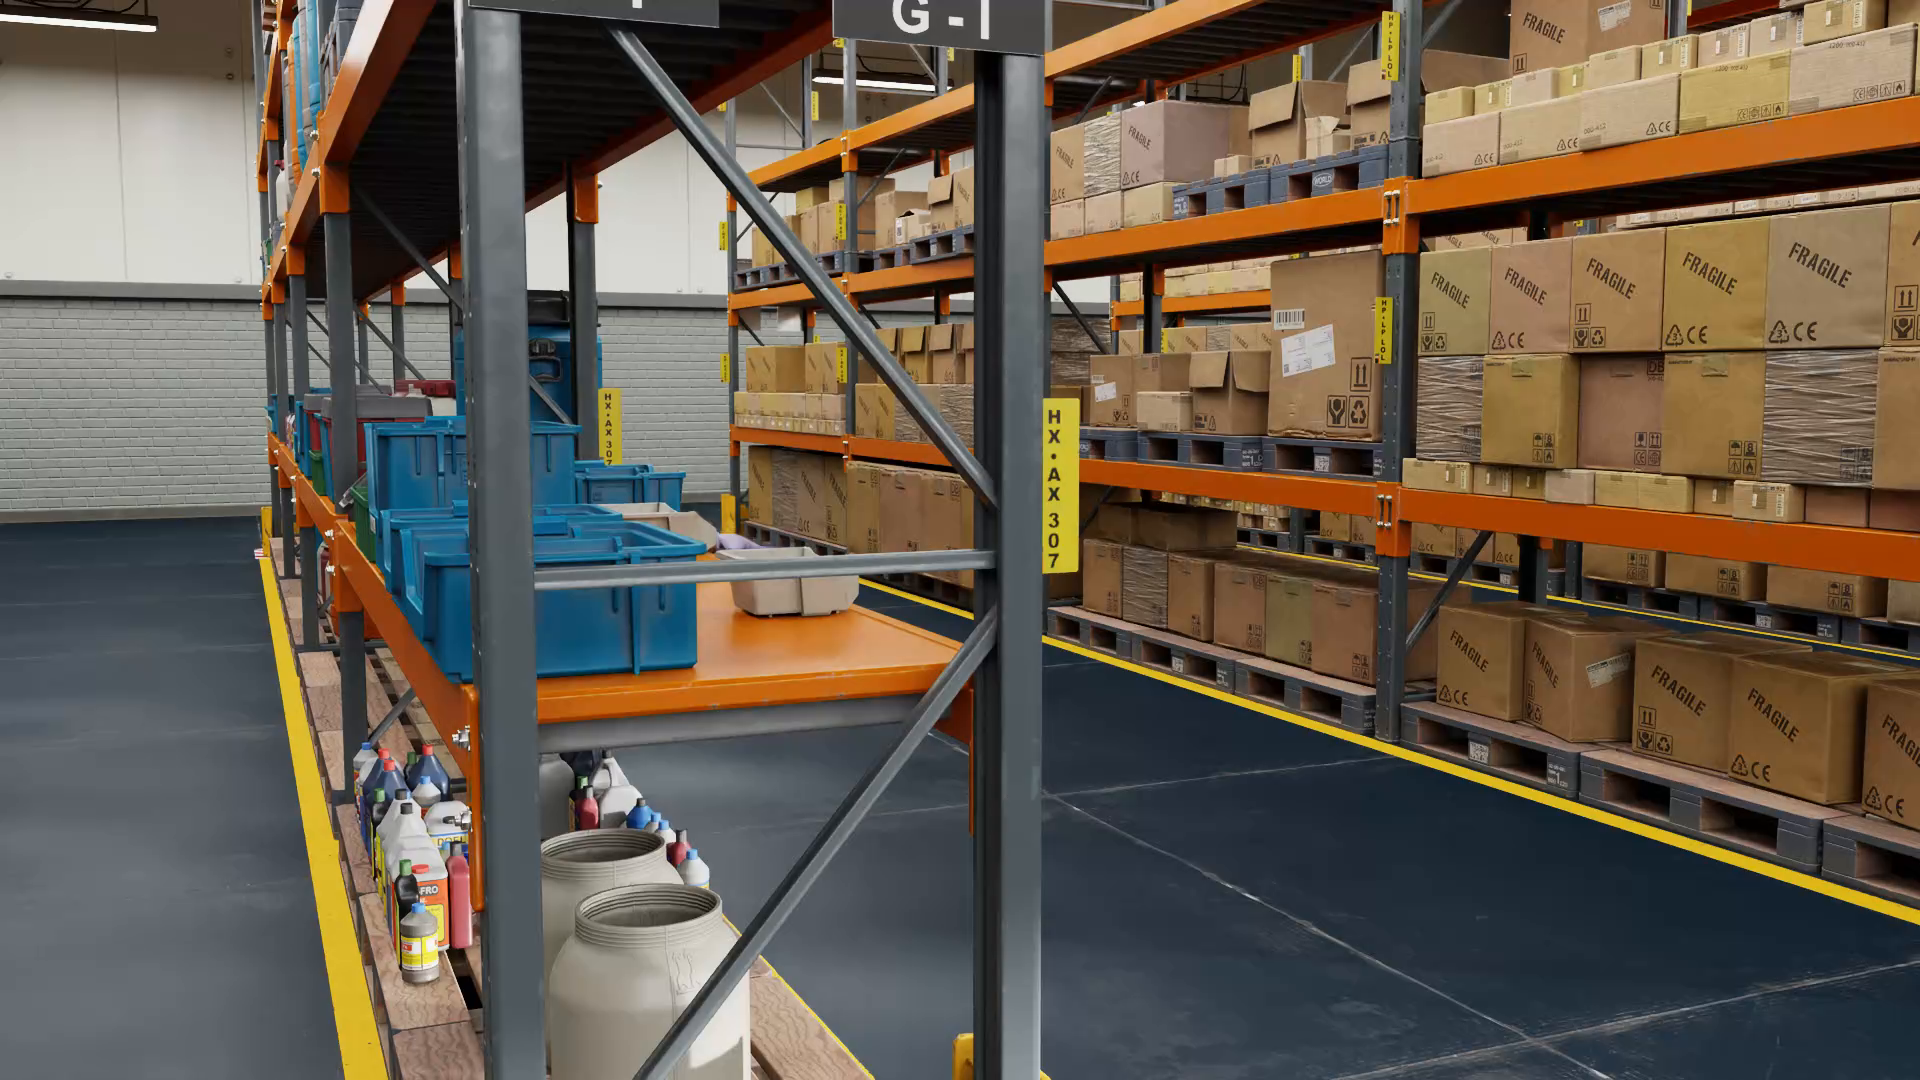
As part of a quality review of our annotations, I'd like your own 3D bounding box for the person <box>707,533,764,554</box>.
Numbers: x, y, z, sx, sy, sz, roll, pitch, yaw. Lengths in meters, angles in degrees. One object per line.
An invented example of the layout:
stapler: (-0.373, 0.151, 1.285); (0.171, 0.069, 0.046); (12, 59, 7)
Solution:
person: (-1.563, 0.302, 11.717); (0.822, 0.840, 0.514); (-2, 6, -24)
